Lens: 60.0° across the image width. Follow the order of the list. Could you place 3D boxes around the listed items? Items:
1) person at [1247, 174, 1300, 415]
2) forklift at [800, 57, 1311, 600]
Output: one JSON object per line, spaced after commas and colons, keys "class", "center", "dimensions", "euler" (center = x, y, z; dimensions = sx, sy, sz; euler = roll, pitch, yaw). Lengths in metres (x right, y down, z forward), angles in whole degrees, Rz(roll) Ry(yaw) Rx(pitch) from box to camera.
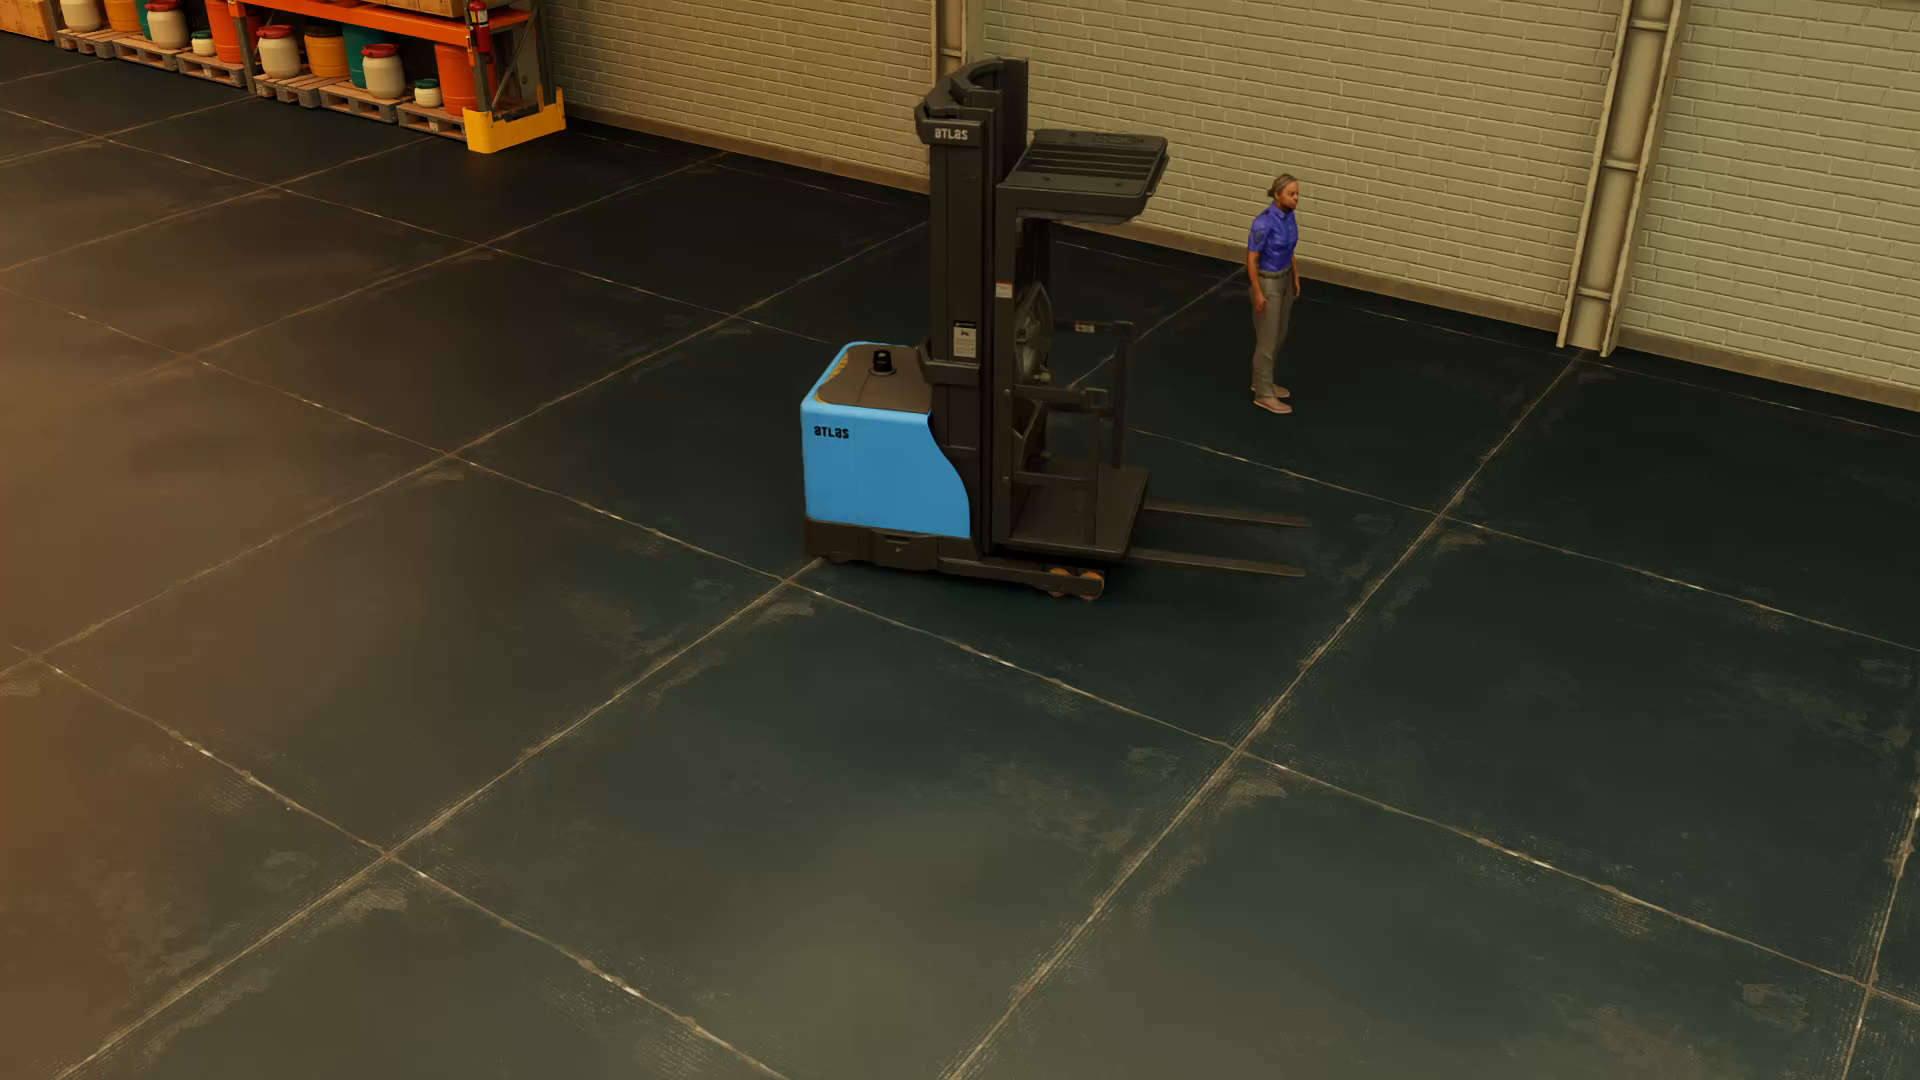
{"class": "person", "center": [2.317, -1.774, 11.906], "dimensions": [0.491, 1.660, 0.586], "euler": [21, 36, 31]}
{"class": "forklift", "center": [0.615, -1.204, 9.654], "dimensions": [3.031, 2.935, 1.130], "euler": [7, 31, 12]}
